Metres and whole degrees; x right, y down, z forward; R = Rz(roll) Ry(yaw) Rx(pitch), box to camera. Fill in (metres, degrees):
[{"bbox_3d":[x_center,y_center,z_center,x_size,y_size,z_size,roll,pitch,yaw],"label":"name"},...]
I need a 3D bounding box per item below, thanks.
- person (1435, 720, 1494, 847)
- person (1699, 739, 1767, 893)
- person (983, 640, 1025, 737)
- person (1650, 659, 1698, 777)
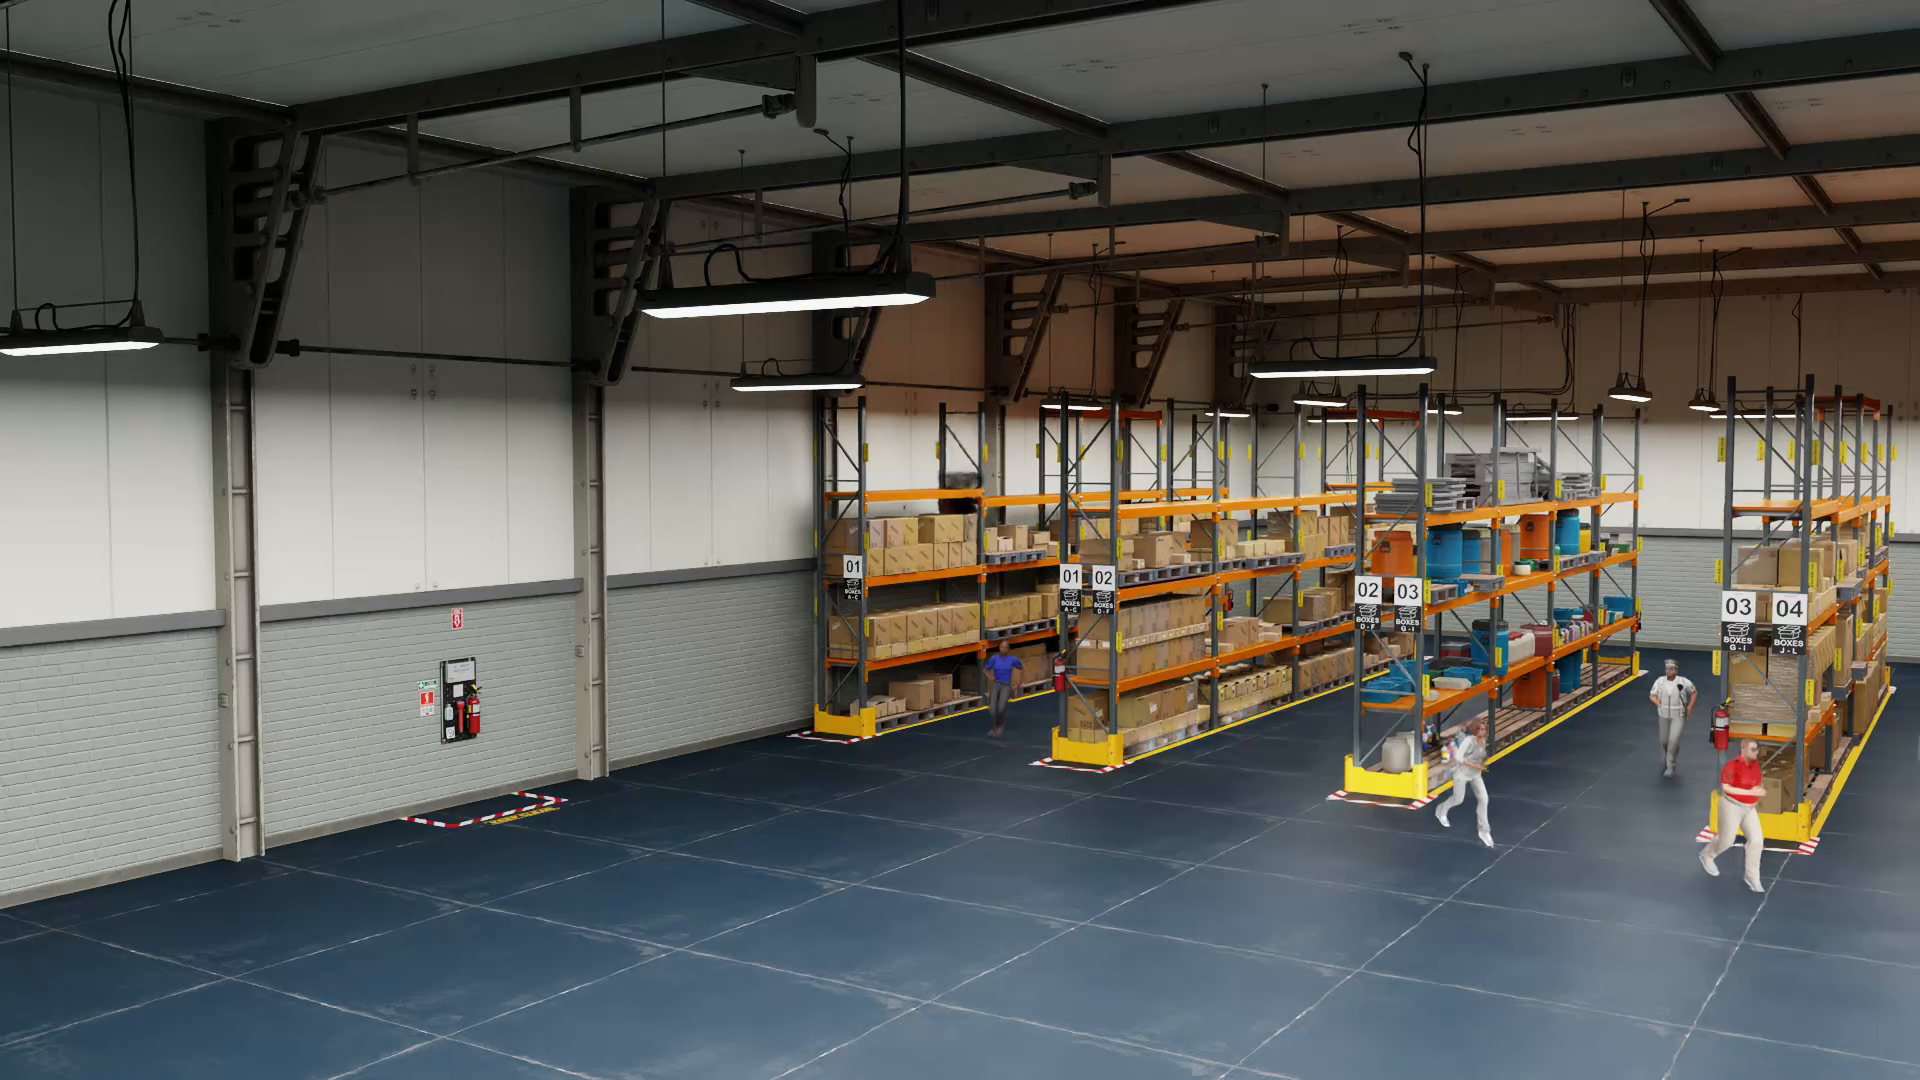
[{"bbox_3d":[6.531,3.087,21.502,0.540,1.590,0.996,-1,3,-26],"label":"person"},{"bbox_3d":[8.977,3.163,19.256,0.677,1.791,0.952,-1,3,-22],"label":"person"},{"bbox_3d":[0.711,2.479,27.594,0.673,1.625,0.538,1,3,13],"label":"person"},{"bbox_3d":[11.166,2.756,26.049,0.672,1.792,0.966,2,4,36],"label":"person"}]
